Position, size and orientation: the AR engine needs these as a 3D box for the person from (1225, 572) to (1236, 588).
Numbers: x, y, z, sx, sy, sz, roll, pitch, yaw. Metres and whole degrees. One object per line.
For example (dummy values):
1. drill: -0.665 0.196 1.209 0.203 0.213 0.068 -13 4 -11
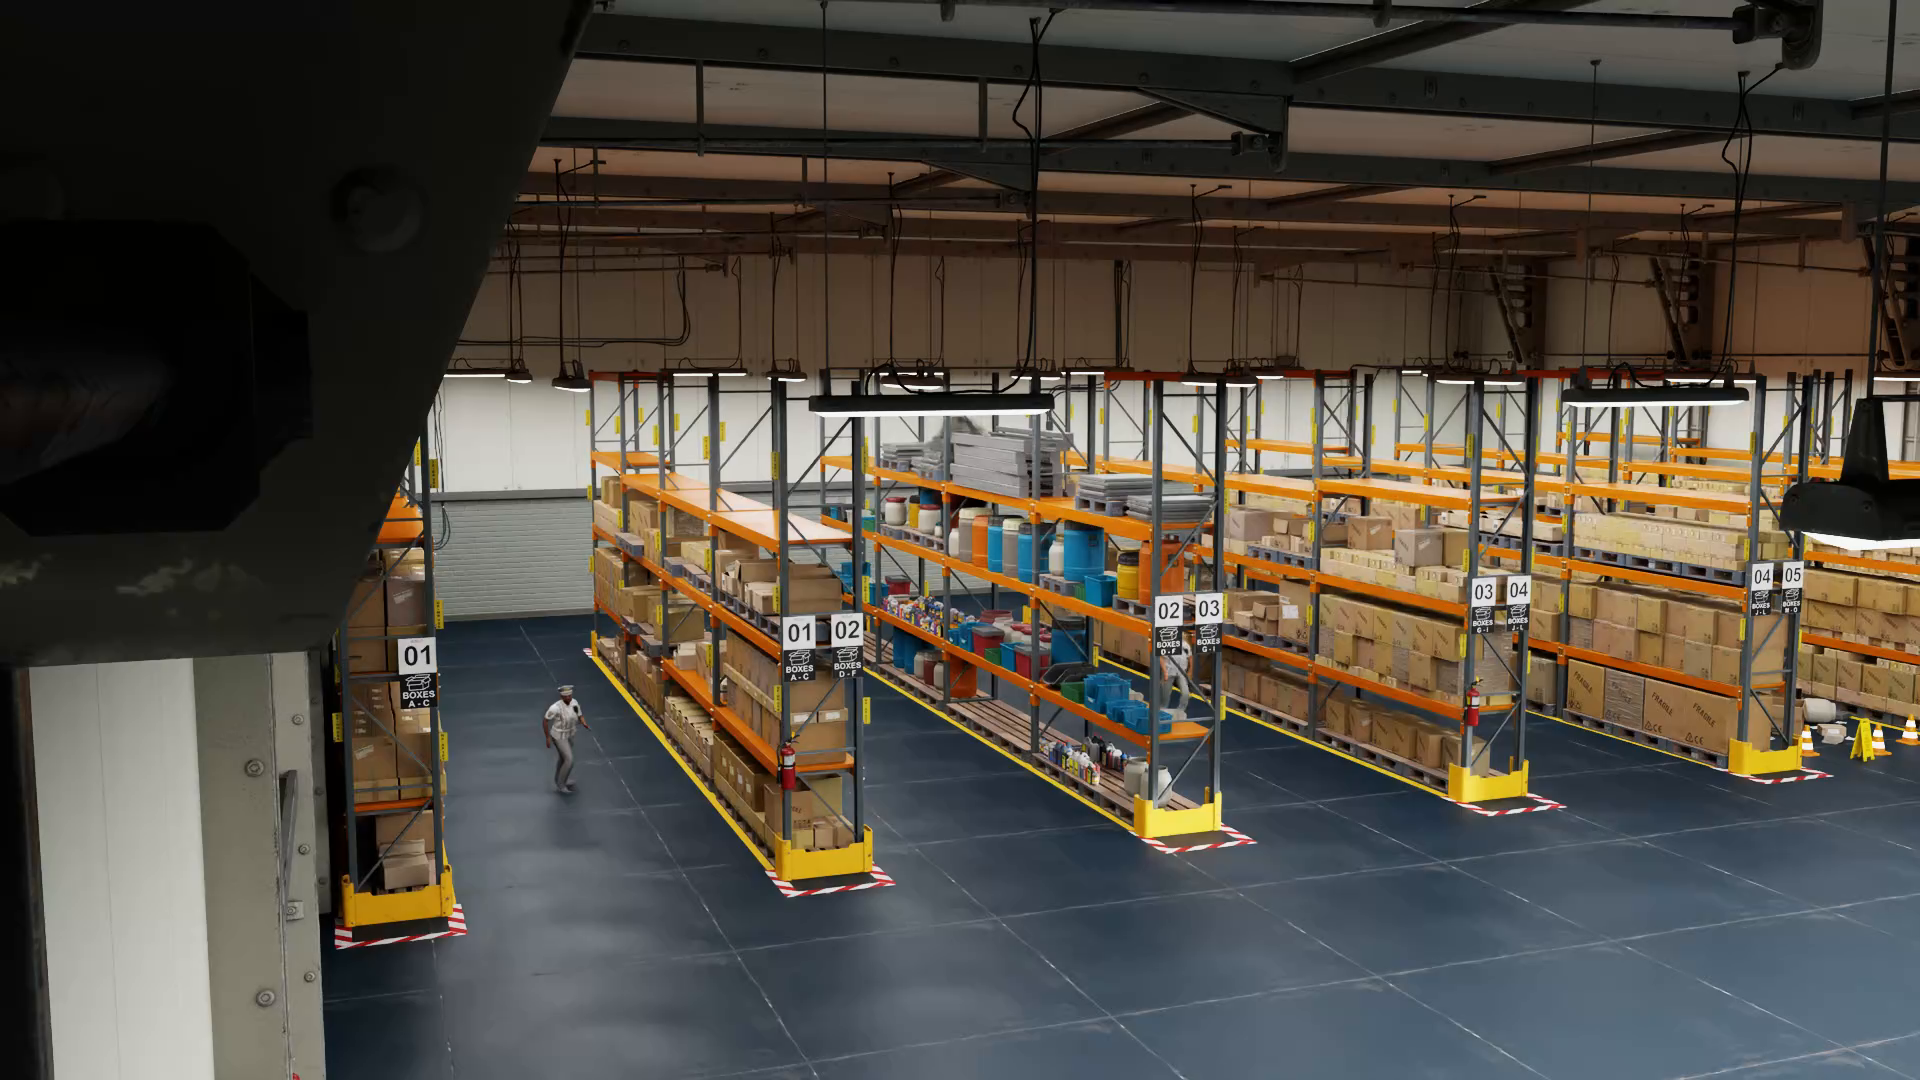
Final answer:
1. person: 6.736 0.819 41.814 0.873 1.668 0.618 -5 8 -38

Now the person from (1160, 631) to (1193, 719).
1. person: 3.745 2.323 28.886 0.598 1.626 0.650 -1 6 -7

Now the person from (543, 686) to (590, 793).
1. person: -5.689 2.884 24.152 0.807 1.643 0.606 3 7 25
